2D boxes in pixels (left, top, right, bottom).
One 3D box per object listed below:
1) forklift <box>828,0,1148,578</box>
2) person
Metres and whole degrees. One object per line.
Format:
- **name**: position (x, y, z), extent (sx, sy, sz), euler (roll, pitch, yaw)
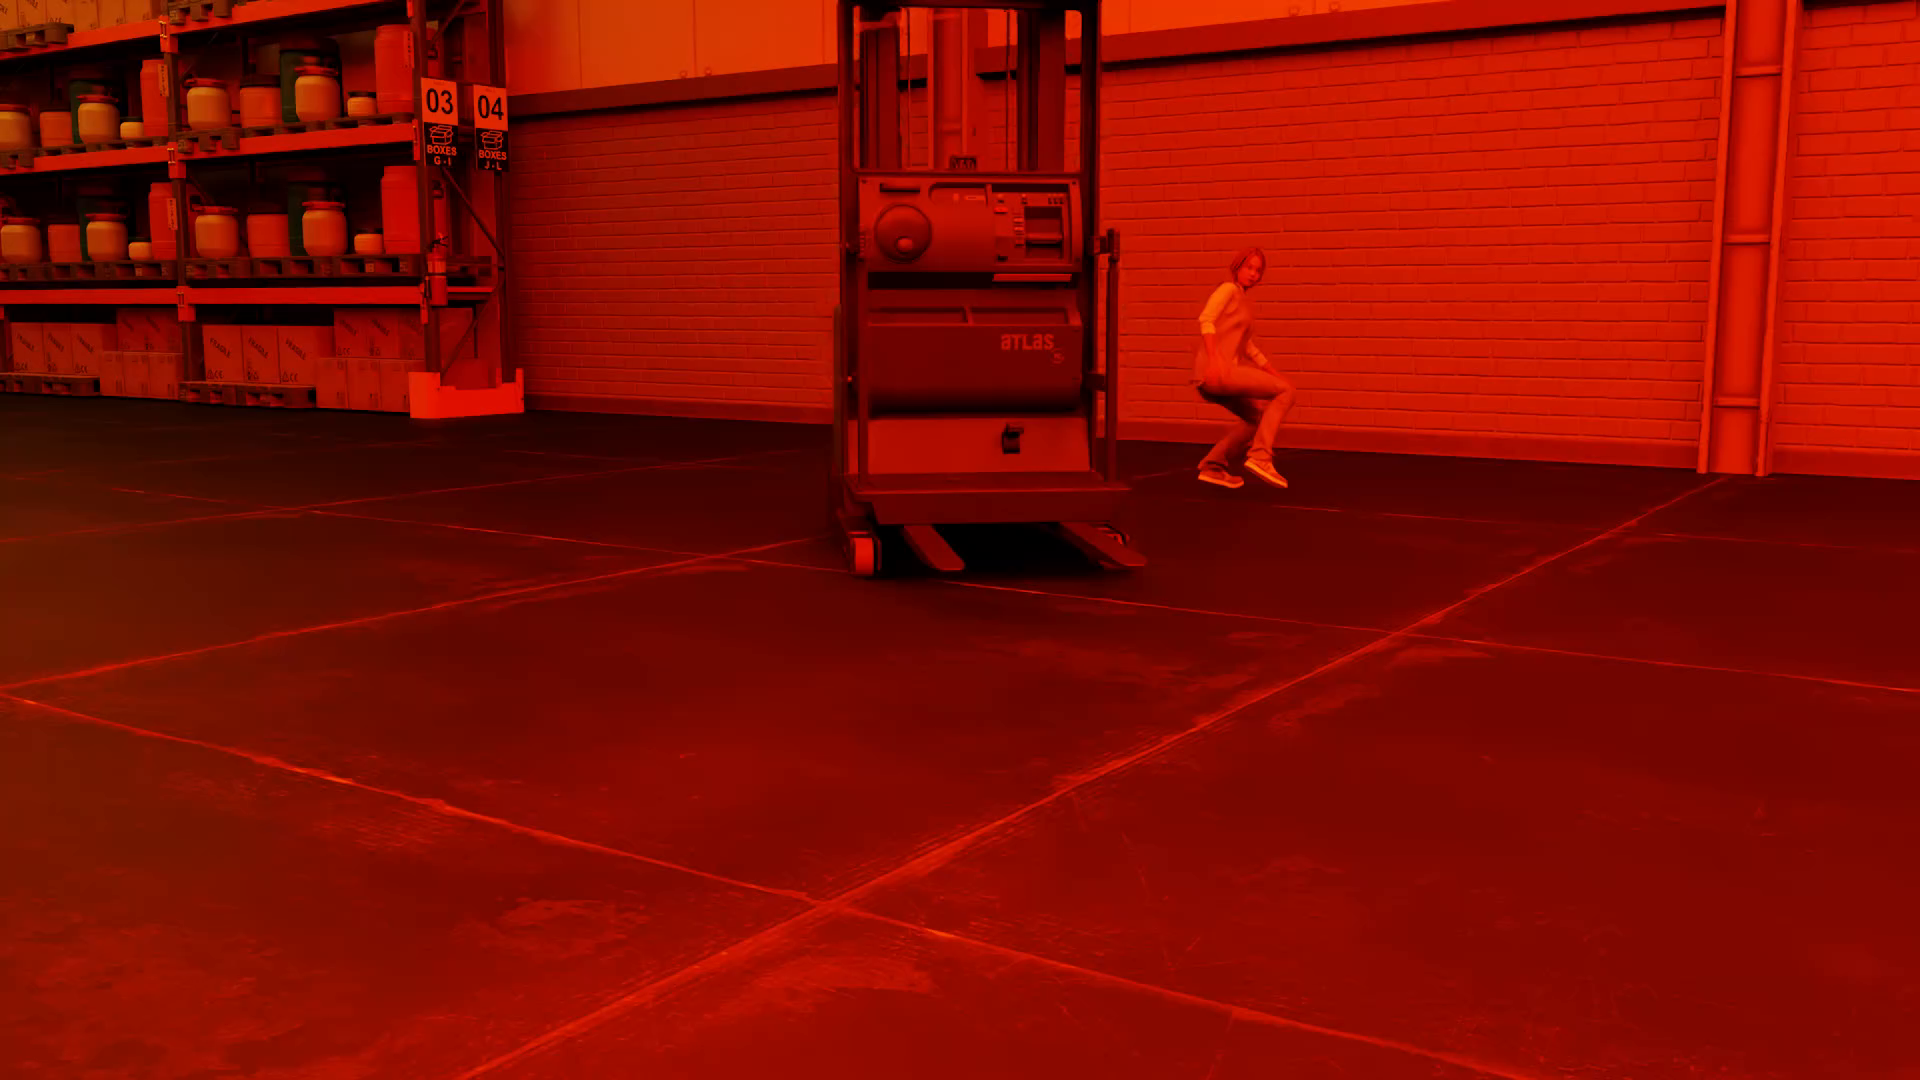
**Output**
- **forklift**: position (0.075, -1.352, 6.700), extent (1.130, 2.935, 3.031), euler (-1, 8, -8)
- **person**: position (1.598, -0.944, 9.288), extent (0.623, 1.361, 0.661), euler (1, 8, 4)
